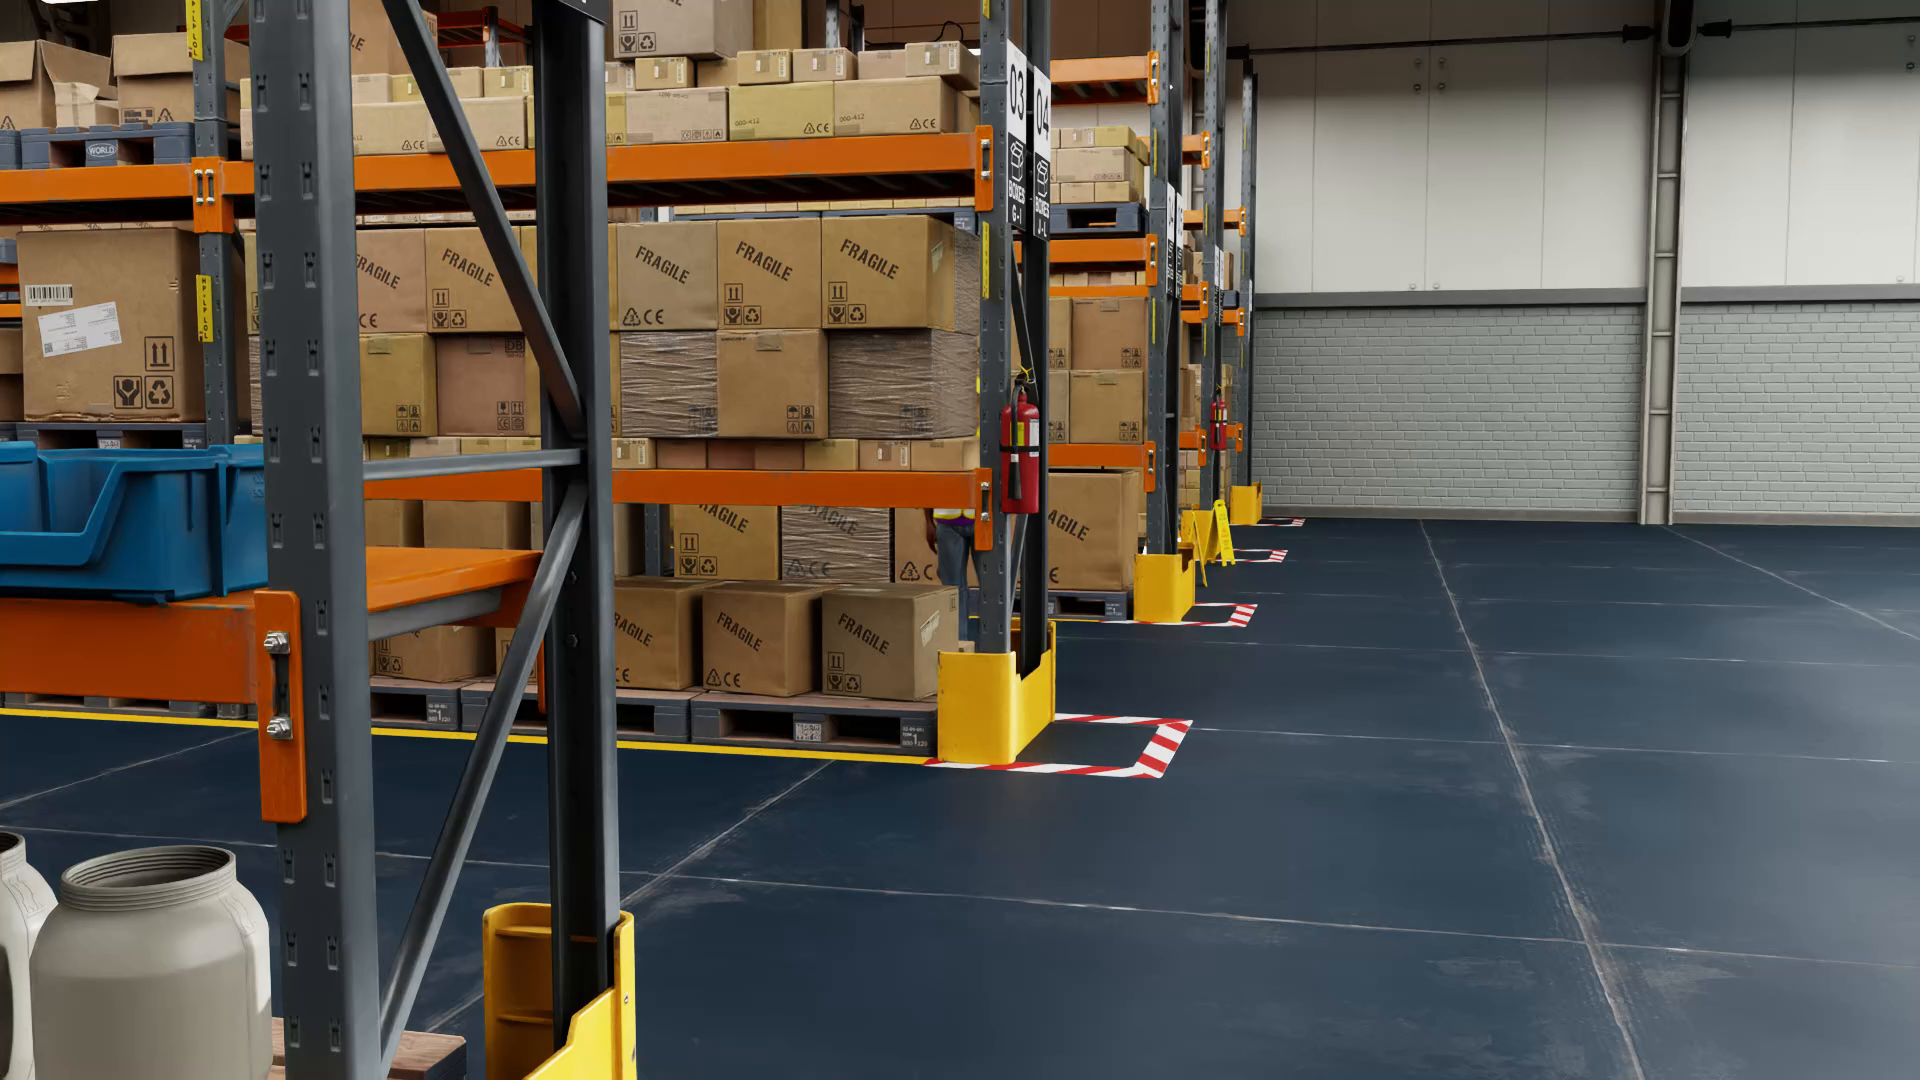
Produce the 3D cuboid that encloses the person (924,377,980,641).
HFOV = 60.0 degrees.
[{"bbox_3d":[0.042,-0.091,9.844,0.579,1.795,0.377,1,5,15],"label":"person"}]
